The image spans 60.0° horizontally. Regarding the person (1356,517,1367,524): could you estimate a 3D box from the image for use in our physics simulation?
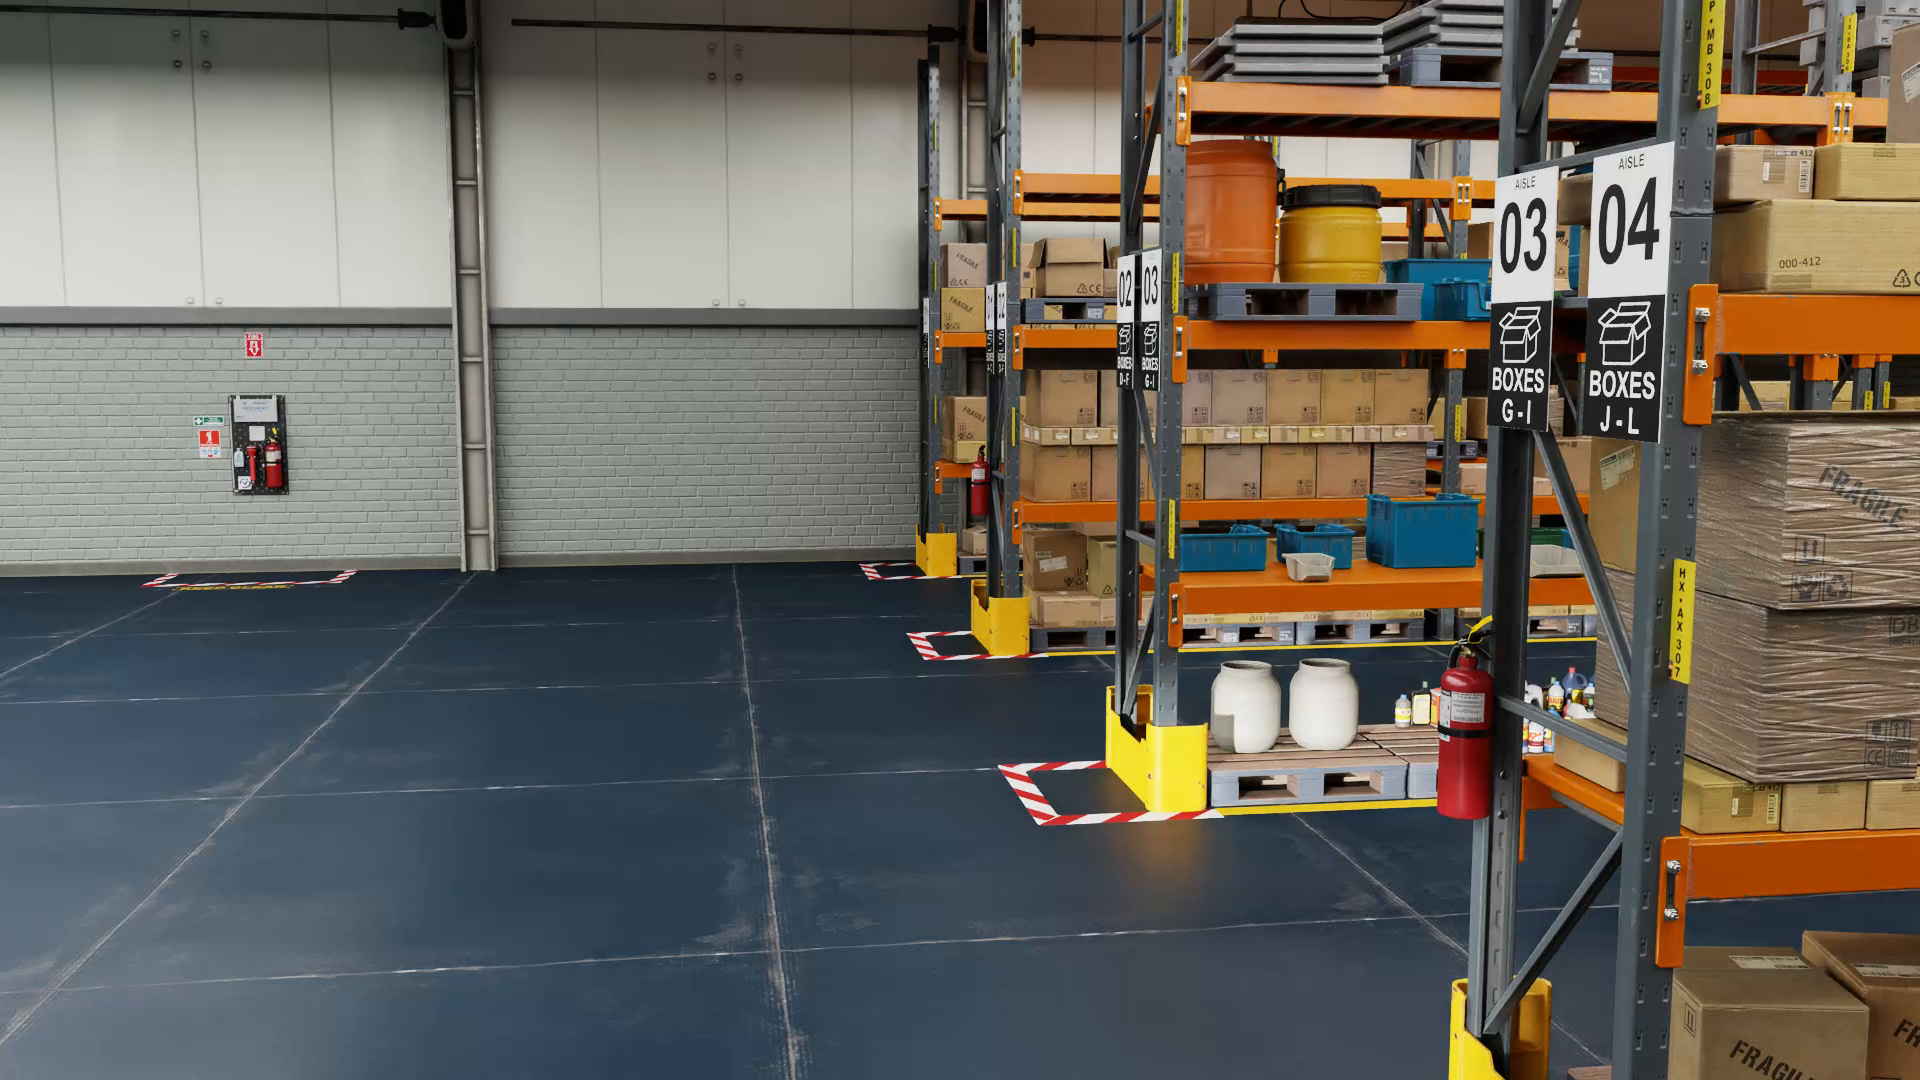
[{"bbox_3d":[4.355,-0.220,17.729,0.562,1.588,0.436,-3,7,-21],"label":"person"}]
